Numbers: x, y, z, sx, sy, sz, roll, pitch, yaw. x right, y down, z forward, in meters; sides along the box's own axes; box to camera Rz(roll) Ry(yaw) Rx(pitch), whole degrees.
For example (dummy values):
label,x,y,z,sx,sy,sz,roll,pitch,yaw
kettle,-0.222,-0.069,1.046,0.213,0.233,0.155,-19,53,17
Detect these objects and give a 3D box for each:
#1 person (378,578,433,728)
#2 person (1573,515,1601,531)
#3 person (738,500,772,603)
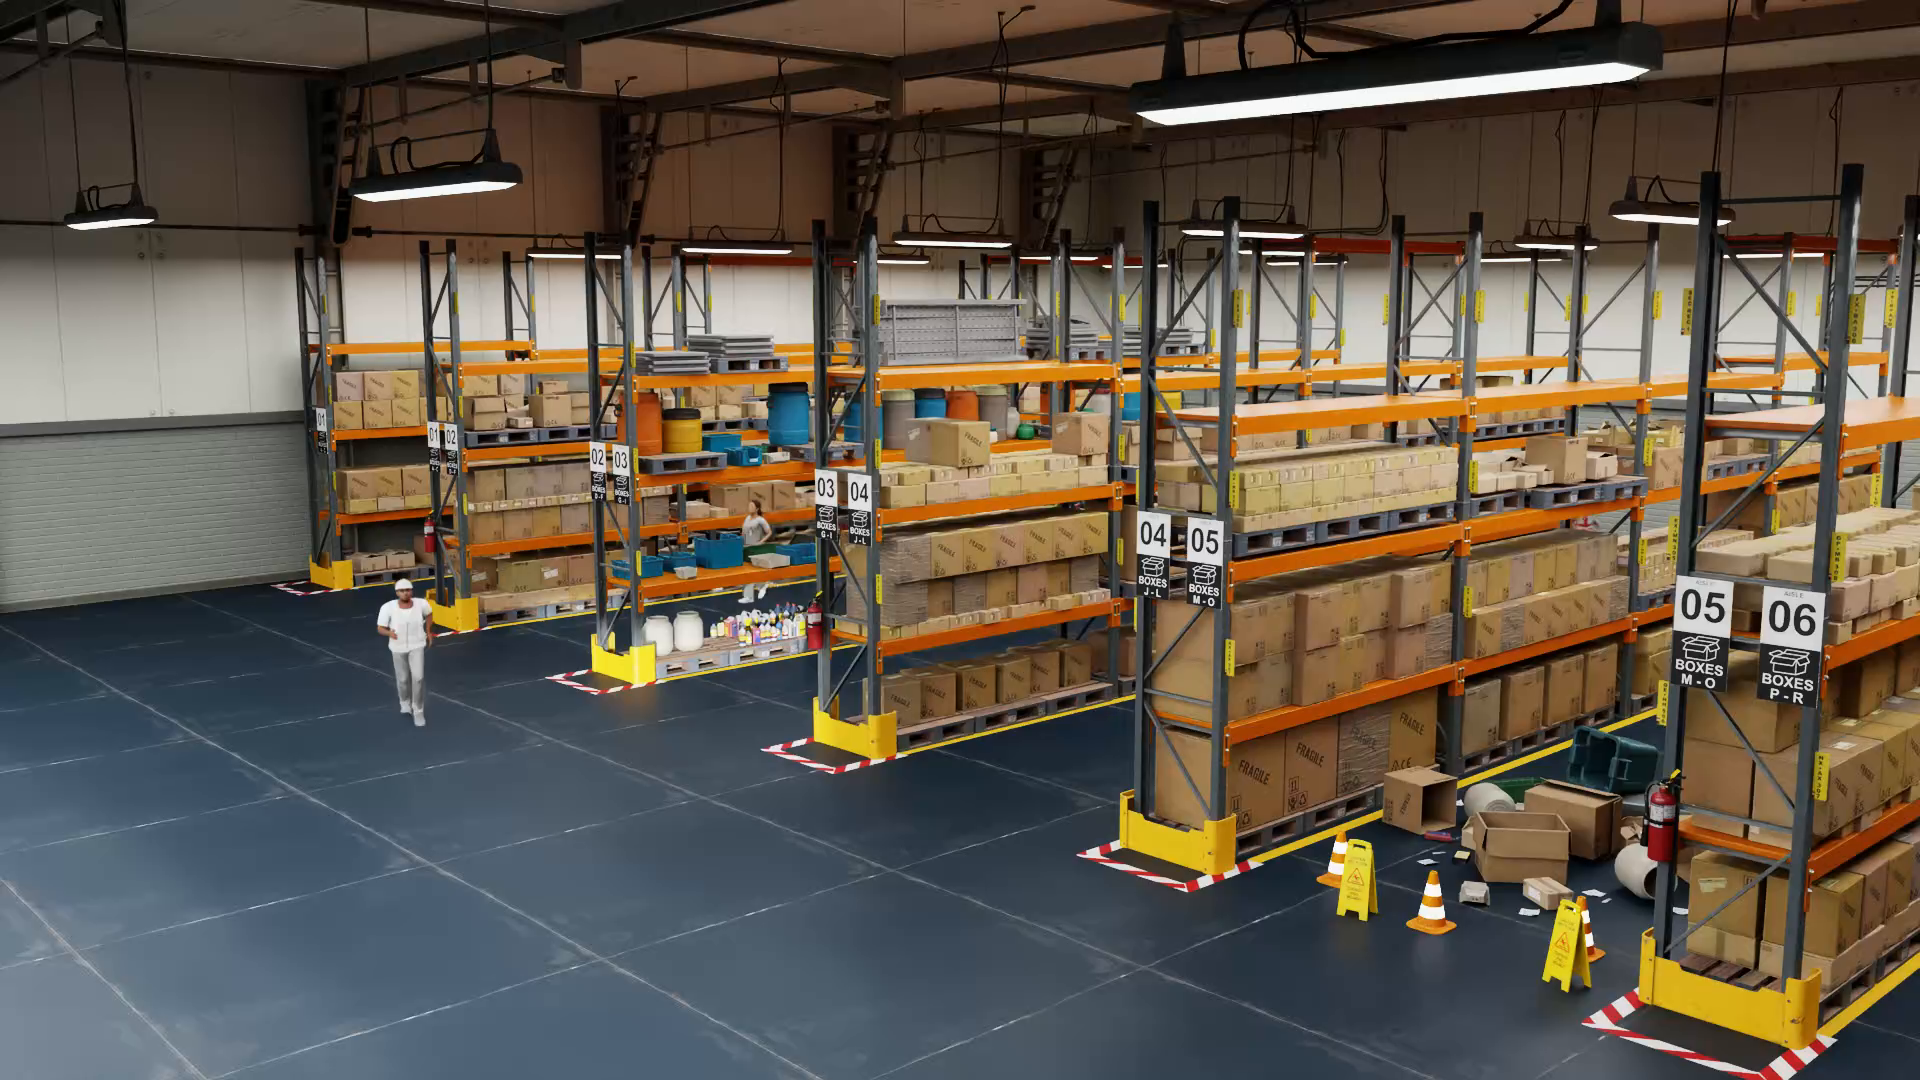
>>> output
label,x,y,z,sx,sy,sz,roll,pitch,yaw
person,-6.720,1.351,20.190,0.628,1.812,0.826,-2,9,-16
person,11.322,-0.121,30.320,0.742,1.749,0.707,8,11,42
person,-3.291,0.173,26.571,0.573,1.639,0.692,7,11,39
